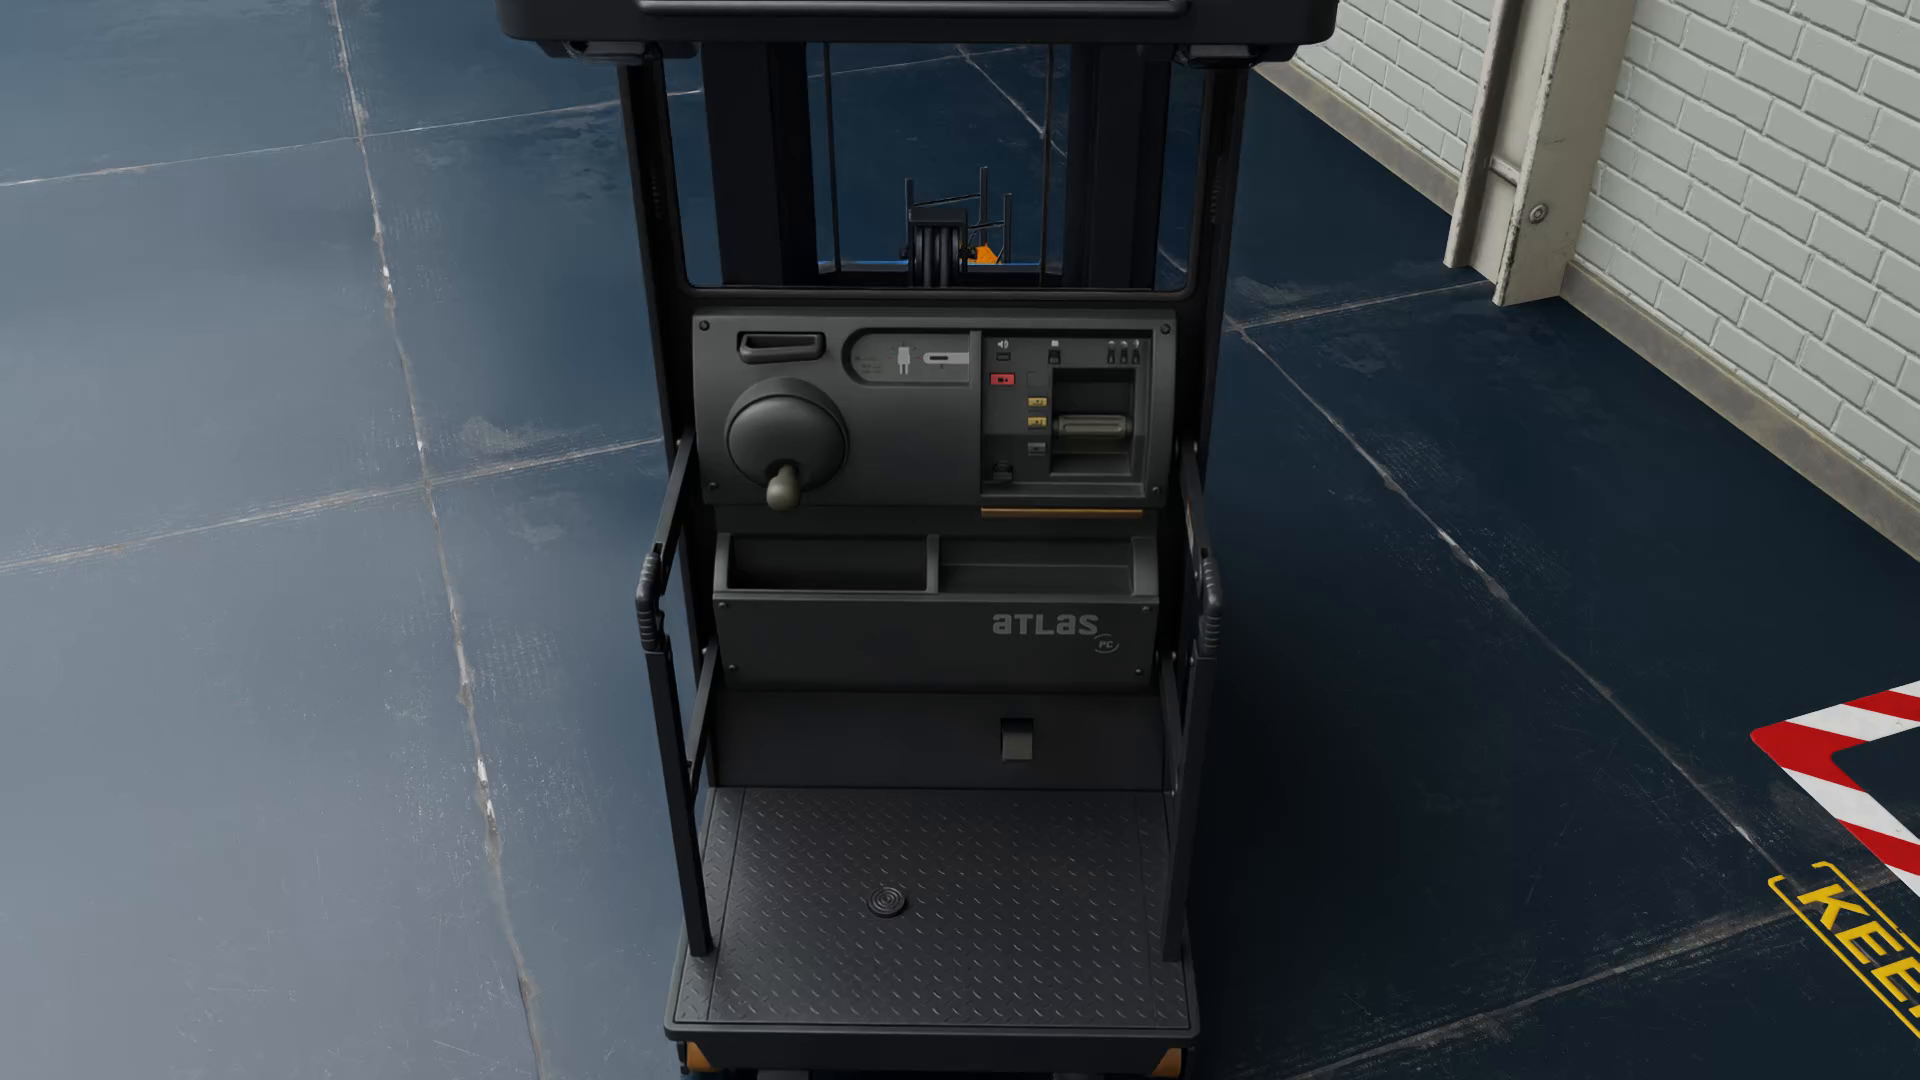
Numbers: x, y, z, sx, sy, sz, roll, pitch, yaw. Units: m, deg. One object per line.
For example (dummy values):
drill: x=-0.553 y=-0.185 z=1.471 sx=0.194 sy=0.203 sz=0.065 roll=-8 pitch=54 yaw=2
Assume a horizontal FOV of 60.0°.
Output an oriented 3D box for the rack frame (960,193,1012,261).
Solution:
rack frame: x=0.026 y=-0.436 z=4.831 sx=0.240 sy=1.200 sz=0.006 roll=-12 pitch=39 yaw=-16

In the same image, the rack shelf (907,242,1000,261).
rack shelf: x=-0.005 y=-0.739 z=4.710 sx=0.258 sy=0.103 sz=0.180 roll=-12 pitch=39 yaw=-16

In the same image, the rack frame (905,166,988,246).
rack frame: x=-0.036 y=-0.539 z=4.968 sx=0.240 sy=1.200 sz=0.006 roll=-12 pitch=39 yaw=-16

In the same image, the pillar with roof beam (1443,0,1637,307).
pillar with roof beam: x=-1.871 y=-3.751 z=2.751 sx=9.100 sy=9.000 sz=0.400 roll=-12 pitch=39 yaw=-16

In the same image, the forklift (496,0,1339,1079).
forklift: x=-0.051 y=-0.180 z=3.053 sx=1.130 sy=2.935 sz=3.031 roll=1 pitch=37 yaw=1

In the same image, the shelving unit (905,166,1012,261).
shelving unit: x=-0.005 y=-0.487 z=4.900 sx=0.258 sy=1.200 sz=0.189 roll=-12 pitch=39 yaw=-16
